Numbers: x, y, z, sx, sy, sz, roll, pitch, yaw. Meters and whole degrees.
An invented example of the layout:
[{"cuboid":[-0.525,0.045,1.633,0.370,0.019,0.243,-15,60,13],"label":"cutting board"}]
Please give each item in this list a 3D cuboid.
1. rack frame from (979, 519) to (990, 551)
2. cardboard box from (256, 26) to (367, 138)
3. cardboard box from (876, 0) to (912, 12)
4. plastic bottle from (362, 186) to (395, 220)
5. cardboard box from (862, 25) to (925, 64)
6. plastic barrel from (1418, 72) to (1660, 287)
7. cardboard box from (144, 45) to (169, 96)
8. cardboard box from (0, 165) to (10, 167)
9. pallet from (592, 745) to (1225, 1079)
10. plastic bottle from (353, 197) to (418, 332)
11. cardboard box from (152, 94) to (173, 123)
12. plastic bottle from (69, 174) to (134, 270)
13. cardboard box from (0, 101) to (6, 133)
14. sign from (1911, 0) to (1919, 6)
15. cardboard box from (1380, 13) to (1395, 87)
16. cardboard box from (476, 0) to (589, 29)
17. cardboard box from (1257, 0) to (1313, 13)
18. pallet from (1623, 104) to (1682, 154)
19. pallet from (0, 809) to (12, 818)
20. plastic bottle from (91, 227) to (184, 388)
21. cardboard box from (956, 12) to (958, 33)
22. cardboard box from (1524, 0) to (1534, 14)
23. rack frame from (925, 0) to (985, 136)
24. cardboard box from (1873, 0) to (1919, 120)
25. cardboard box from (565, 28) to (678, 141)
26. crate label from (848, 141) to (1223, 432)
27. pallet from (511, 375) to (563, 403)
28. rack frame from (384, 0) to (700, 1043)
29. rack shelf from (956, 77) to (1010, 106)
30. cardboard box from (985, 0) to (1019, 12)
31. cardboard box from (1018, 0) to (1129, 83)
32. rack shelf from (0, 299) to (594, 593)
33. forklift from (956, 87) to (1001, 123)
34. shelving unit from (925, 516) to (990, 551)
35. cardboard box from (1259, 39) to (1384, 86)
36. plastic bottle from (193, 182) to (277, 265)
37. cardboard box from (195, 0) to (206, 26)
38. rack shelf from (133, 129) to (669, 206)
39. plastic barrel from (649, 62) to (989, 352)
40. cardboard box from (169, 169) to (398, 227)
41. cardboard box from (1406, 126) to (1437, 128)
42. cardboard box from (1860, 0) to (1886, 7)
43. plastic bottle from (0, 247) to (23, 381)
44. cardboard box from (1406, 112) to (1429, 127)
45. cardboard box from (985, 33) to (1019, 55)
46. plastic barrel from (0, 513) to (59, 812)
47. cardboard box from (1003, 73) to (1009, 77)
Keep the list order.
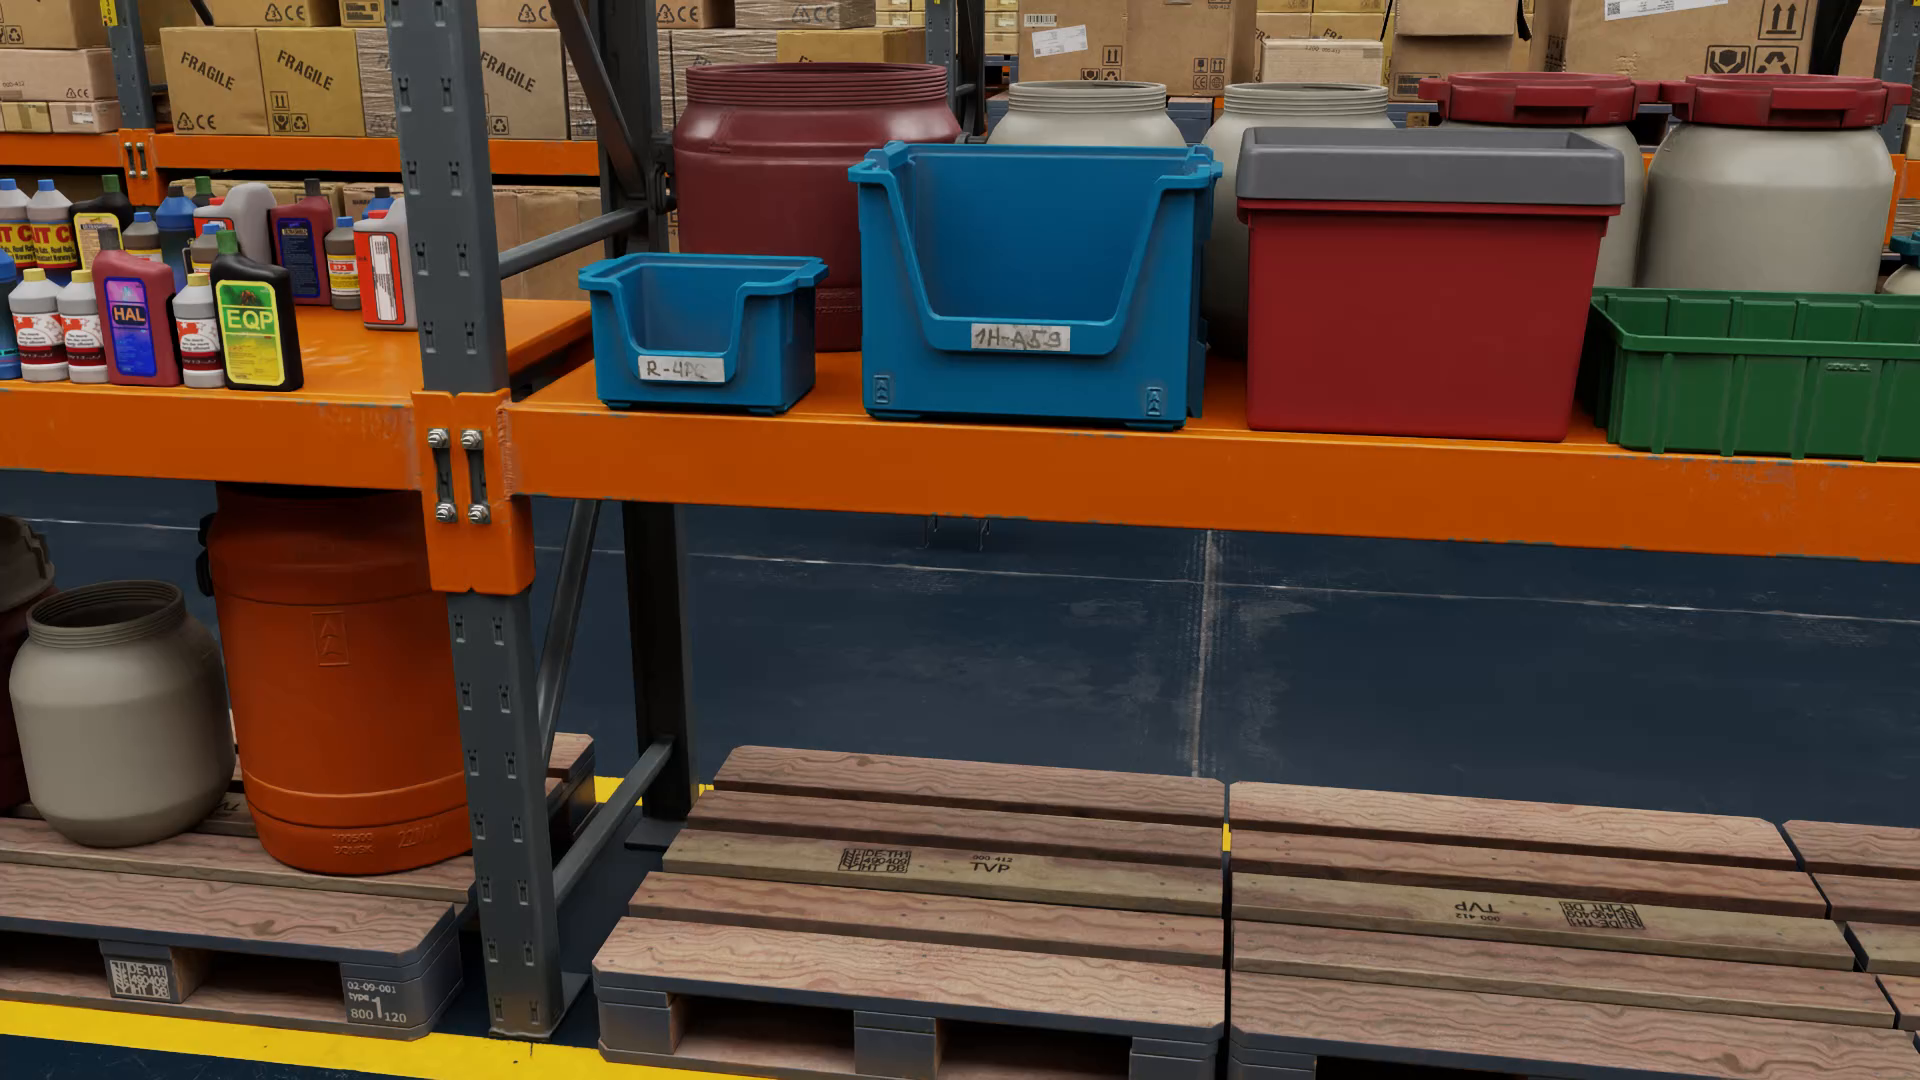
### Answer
[{"cuboid":[0.092,-0.422,6.146,0.006,0.900,0.240,3,19,9],"label":"rack frame"},{"cuboid":[-3.053,-2.254,8.156,0.500,0.500,0.500,3,19,9],"label":"cardboard box"},{"cuboid":[-0.455,-3.963,12.216,0.250,0.149,0.380,3,19,10],"label":"cardboard box"},{"cuboid":[-1.287,-0.657,3.742,0.097,0.271,0.097,0,18,0],"label":"plastic bottle"},{"cuboid":[-0.452,-2.289,8.260,0.500,0.500,0.500,3,19,10],"label":"cardboard box"},{"cuboid":[1.087,-0.619,3.212,0.433,0.535,0.433,0,18,0],"label":"plastic barrel"},{"cuboid":[-4.387,-2.509,8.842,0.500,0.250,0.500,3,19,8],"label":"cardboard box"},{"cuboid":[-5.492,-1.629,9.130,0.875,0.875,0.875,3,19,9],"label":"cardboard box"},{"cuboid":[-0.042,0.793,3.600,1.213,0.211,1.003,3,19,9],"label":"pallet"},{"cuboid":[-1.201,-0.597,3.556,0.135,0.276,0.152,3,19,9],"label":"plastic bottle"},{"cuboid":[-4.204,-2.333,8.946,0.250,0.149,0.380,3,19,9],"label":"cardboard box"},{"cuboid":[-1.986,-0.704,3.864,0.133,0.283,0.061,3,19,9],"label":"plastic bottle"},{"cuboid":[-4.825,-2.153,8.406,0.250,0.149,0.380,3,19,8],"label":"cardboard box"},{"cuboid":[3.850,-2.306,6.643,0.005,0.325,0.100,3,19,9],"label":"sign"},{"cuboid":[3.265,-3.520,11.940,0.500,0.500,0.500,3,19,9],"label":"cardboard box"},{"cuboid":[-2.040,-2.763,8.094,0.637,0.503,0.797,4,19,10],"label":"cardboard box"},{"cuboid":[2.320,-4.127,12.176,0.500,0.500,0.700,3,19,8],"label":"cardboard box"},{"cuboid":[3.203,-1.924,7.628,1.213,0.211,1.003,3,19,9],"label":"pallet"},{"cuboid":[-2.787,0.653,4.018,1.213,0.211,1.003,3,19,9],"label":"pallet"},{"cuboid":[-1.495,-0.423,3.025,0.133,0.283,0.061,3,19,9],"label":"plastic bottle"},{"cuboid":[0.048,-3.797,12.190,0.250,0.149,0.380,4,19,11],"label":"cardboard box"},{"cuboid":[3.822,-4.050,11.946,0.500,0.500,0.700,3,19,8],"label":"cardboard box"},{"cuboid":[-0.015,-2.132,7.948,0.127,3.000,1.000,3,19,9],"label":"rack frame"},{"cuboid":[4.369,-2.077,7.158,0.500,0.500,0.875,3,19,9],"label":"cardboard box"},{"cuboid":[-1.546,-2.179,7.930,0.500,0.500,0.500,2,19,7],"label":"cardboard box"},{"cuboid":[0.138,-0.463,2.902,0.616,0.435,0.502,3,19,9],"label":"crate label"},{"cuboid":[-1.982,-0.935,8.766,1.213,0.211,1.003,3,19,9],"label":"pallet"},{"cuboid":[-0.801,-0.580,3.311,0.127,3.000,1.000,3,19,9],"label":"rack frame"},{"cuboid":[-1.103,-3.441,12.992,4.000,0.370,1.077,3,19,9],"label":"rack shelf"},{"cuboid":[0.315,-3.924,12.100,0.250,0.149,0.380,2,19,6],"label":"cardboard box"},{"cuboid":[0.525,-2.364,7.822,0.500,0.500,0.500,1,19,2],"label":"cardboard box"},{"cuboid":[-2.775,-0.340,3.726,4.000,0.370,1.077,3,19,9],"label":"rack shelf"},{"cuboid":[0.341,-2.861,10.235,3.031,2.935,1.130,4,19,12],"label":"forklift"},{"cuboid":[-0.008,-0.427,6.162,0.210,0.900,0.258,3,19,9],"label":"shelving unit"},{"cuboid":[1.603,-2.104,7.438,0.500,0.250,0.500,2,19,7],"label":"cardboard box"},{"cuboid":[-1.633,-0.668,3.768,0.135,0.276,0.152,3,19,9],"label":"plastic bottle"},{"cuboid":[-6.095,-4.144,13.335,0.500,0.500,0.500,3,19,9],"label":"cardboard box"},{"cuboid":[-1.990,-1.892,8.363,4.000,0.370,1.077,3,19,9],"label":"rack shelf"},{"cuboid":[-0.294,-0.717,3.503,0.708,0.536,0.600,3,19,9],"label":"plastic barrel"},{"cuboid":[-3.329,-1.499,8.743,0.875,0.875,1.225,3,19,9],"label":"cardboard box"},{"cuboid":[3.242,-2.665,12.424,0.750,0.750,1.050,3,19,9],"label":"cardboard box"},{"cuboid":[6.253,-3.972,11.509,0.550,0.550,0.875,3,19,9],"label":"cardboard box"},{"cuboid":[-1.799,-0.439,3.091,0.097,0.271,0.097,0,18,0],"label":"plastic bottle"},{"cuboid":[5.773,-5.687,21.652,0.625,0.625,0.875,4,19,11],"label":"cardboard box"},{"cuboid":[0.312,-3.642,12.194,0.250,0.149,0.380,3,19,10],"label":"cardboard box"},{"cuboid":[-2.401,0.288,3.854,0.708,0.588,0.600,3,19,9],"label":"plastic barrel"},{"cuboid":[0.888,-4.489,17.679,0.875,0.875,0.875,3,19,8],"label":"cardboard box"}]
